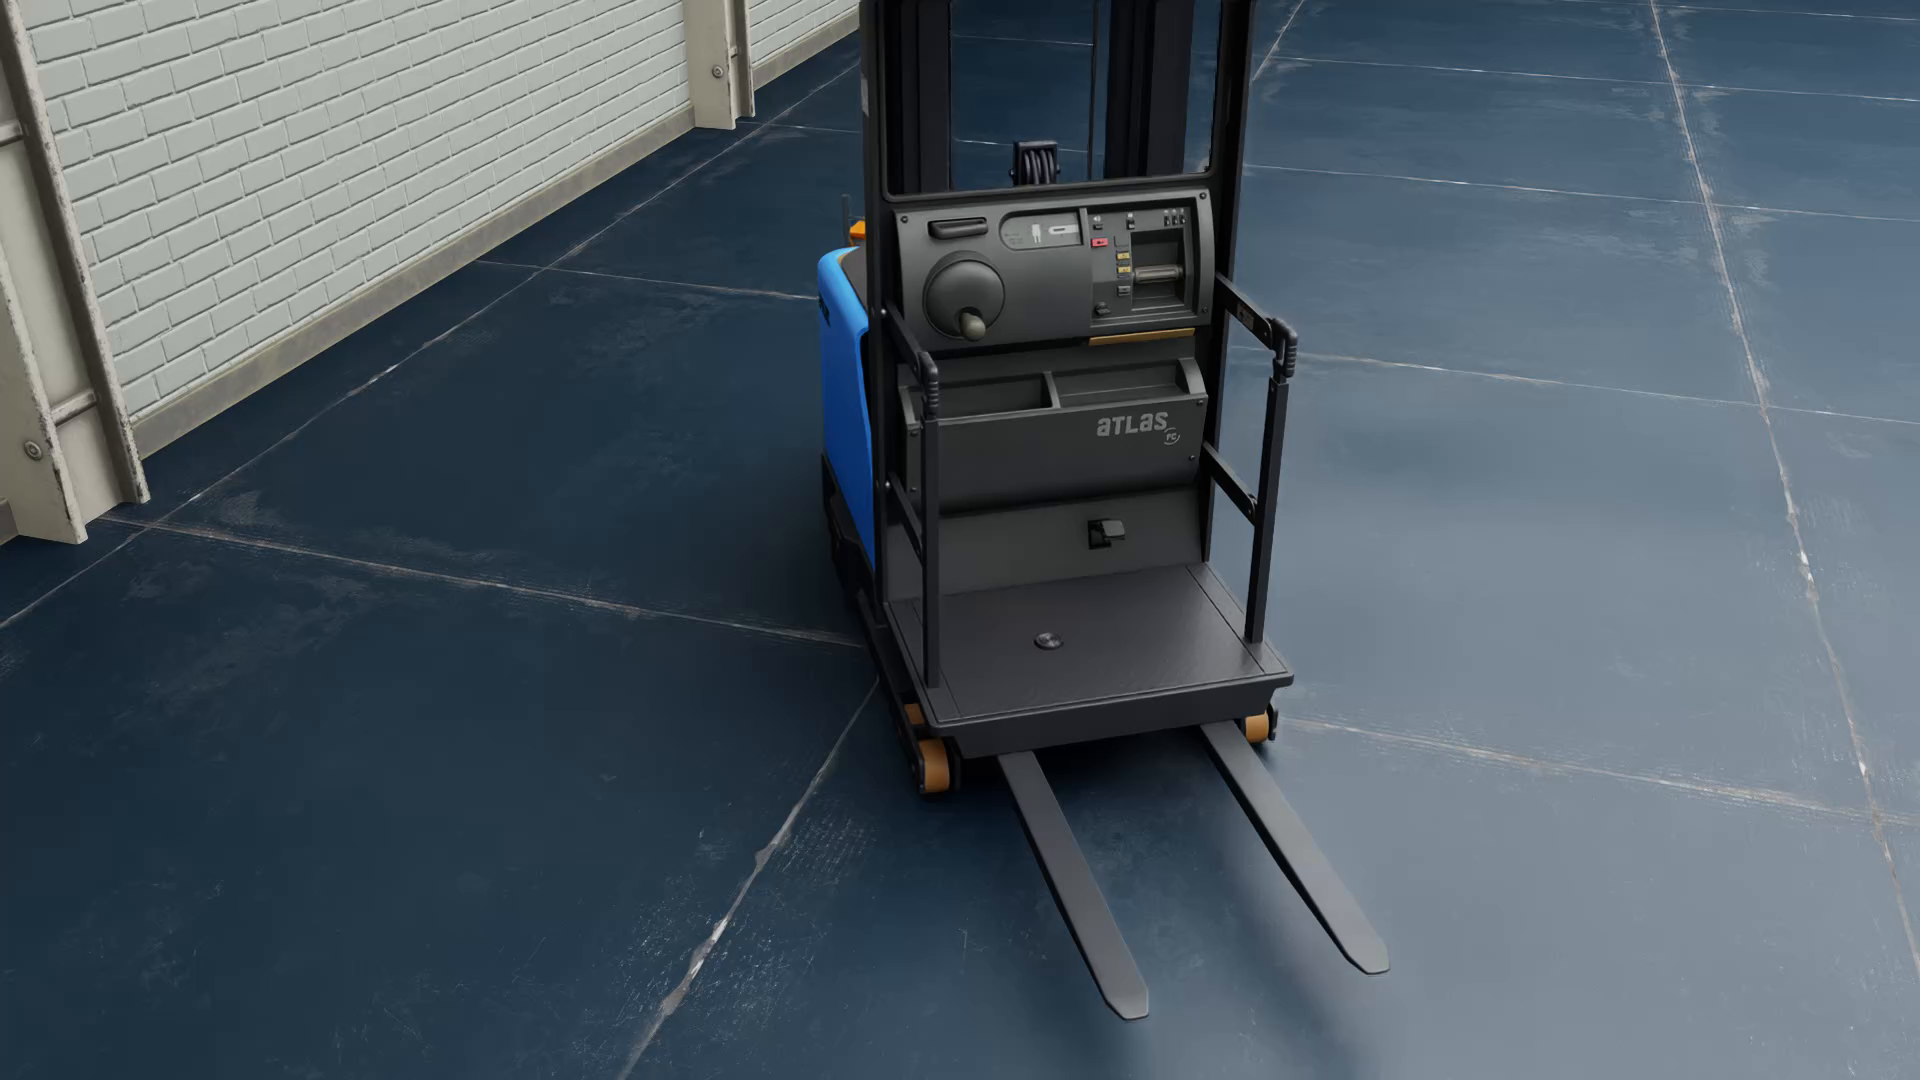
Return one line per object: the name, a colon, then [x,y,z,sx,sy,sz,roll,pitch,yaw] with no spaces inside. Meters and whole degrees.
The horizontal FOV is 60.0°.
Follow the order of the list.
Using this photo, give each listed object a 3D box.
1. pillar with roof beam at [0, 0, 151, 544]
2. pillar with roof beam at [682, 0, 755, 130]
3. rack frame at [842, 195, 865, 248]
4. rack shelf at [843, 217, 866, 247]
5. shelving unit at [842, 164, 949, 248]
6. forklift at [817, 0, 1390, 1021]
pillar with roof beam: [0.727,-3.415,3.132,9.100,9.000,0.400,8,30,15]
pillar with roof beam: [2.489,-6.203,8.144,9.100,9.000,0.400,8,30,15]
rack frame: [-0.311,-0.708,6.289,0.240,1.200,0.015,9,30,16]
rack shelf: [-0.233,-1.164,6.299,0.258,0.148,0.480,9,30,16]
shelving unit: [-0.233,-0.820,6.490,0.258,1.200,0.503,9,30,16]
forklift: [0.333,-0.738,4.562,1.130,2.935,3.031,-7,30,-12]
